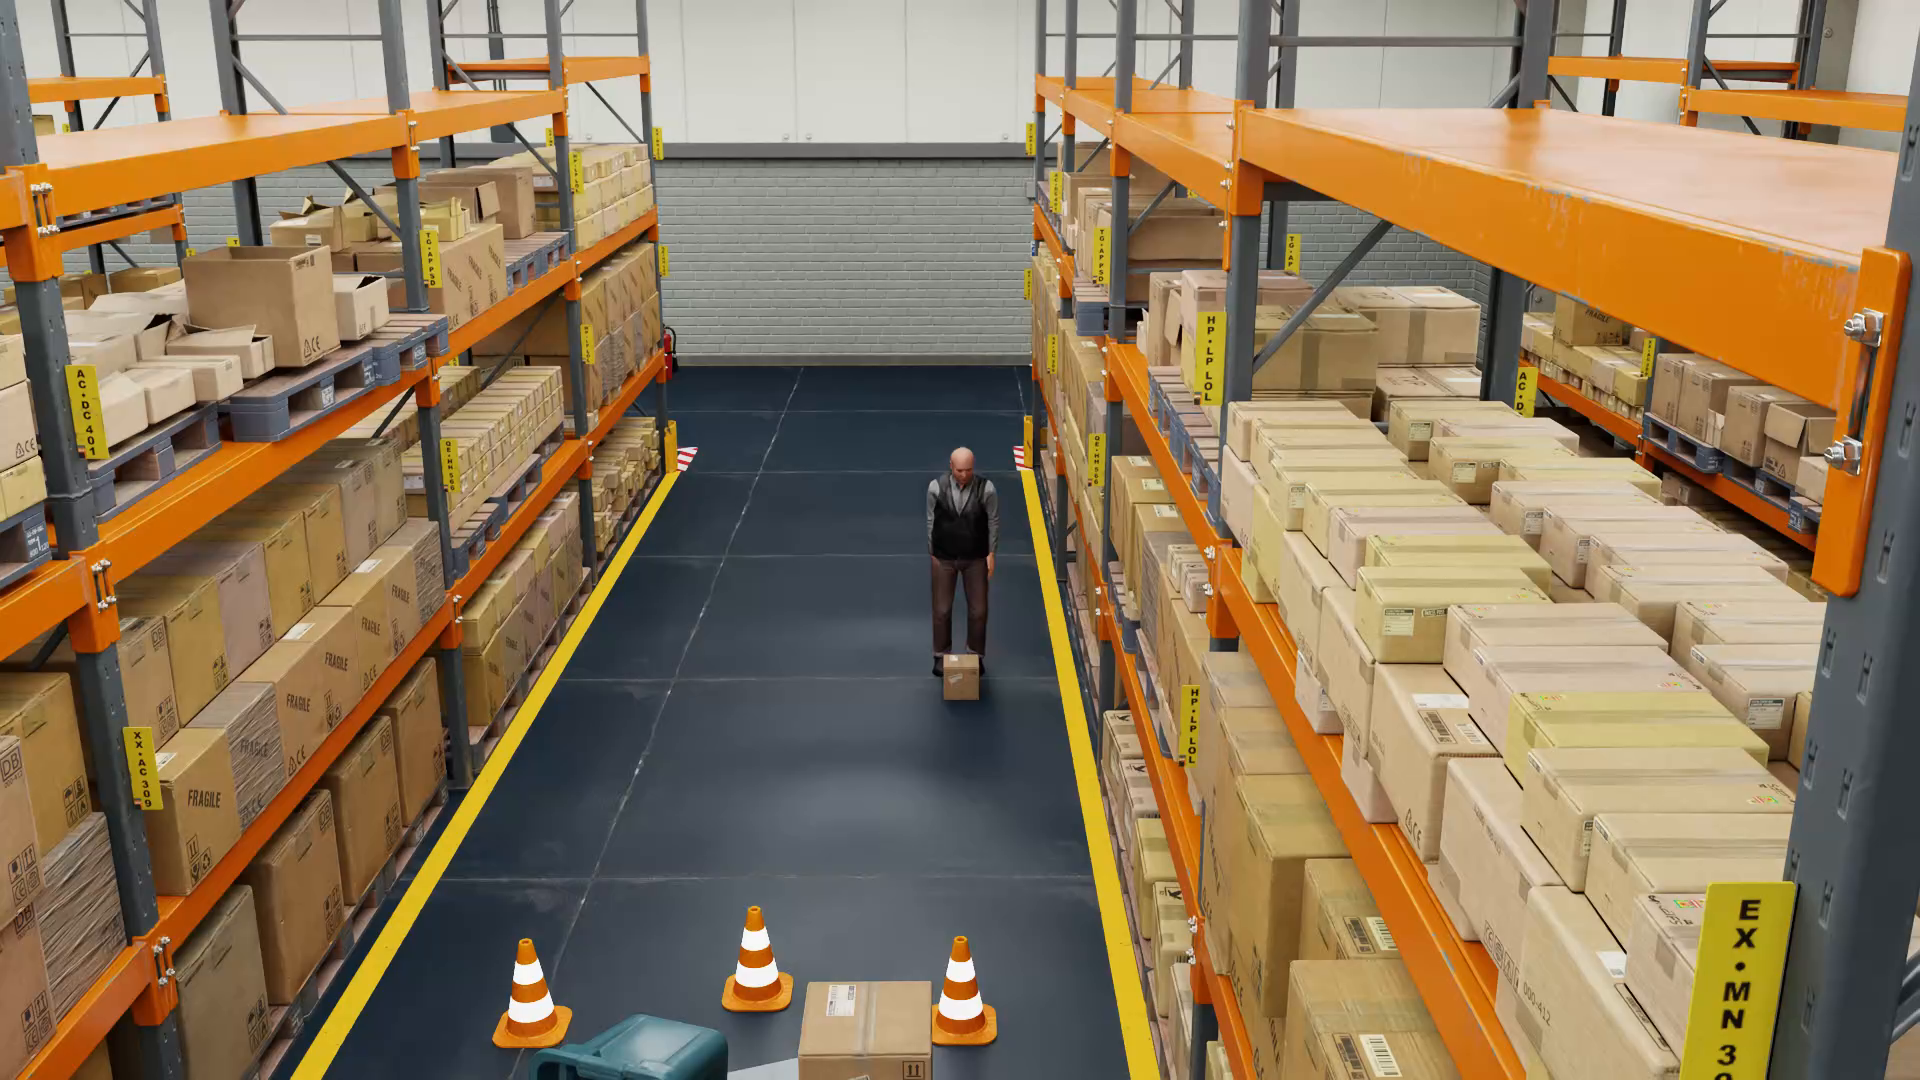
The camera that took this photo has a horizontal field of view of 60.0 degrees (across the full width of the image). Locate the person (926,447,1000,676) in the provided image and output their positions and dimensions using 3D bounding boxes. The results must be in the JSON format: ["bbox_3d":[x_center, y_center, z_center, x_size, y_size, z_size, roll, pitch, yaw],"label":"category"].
[{"bbox_3d":[0.021,0.146,12.152,0.540,1.708,0.366,0,17,0],"label":"person"}]
